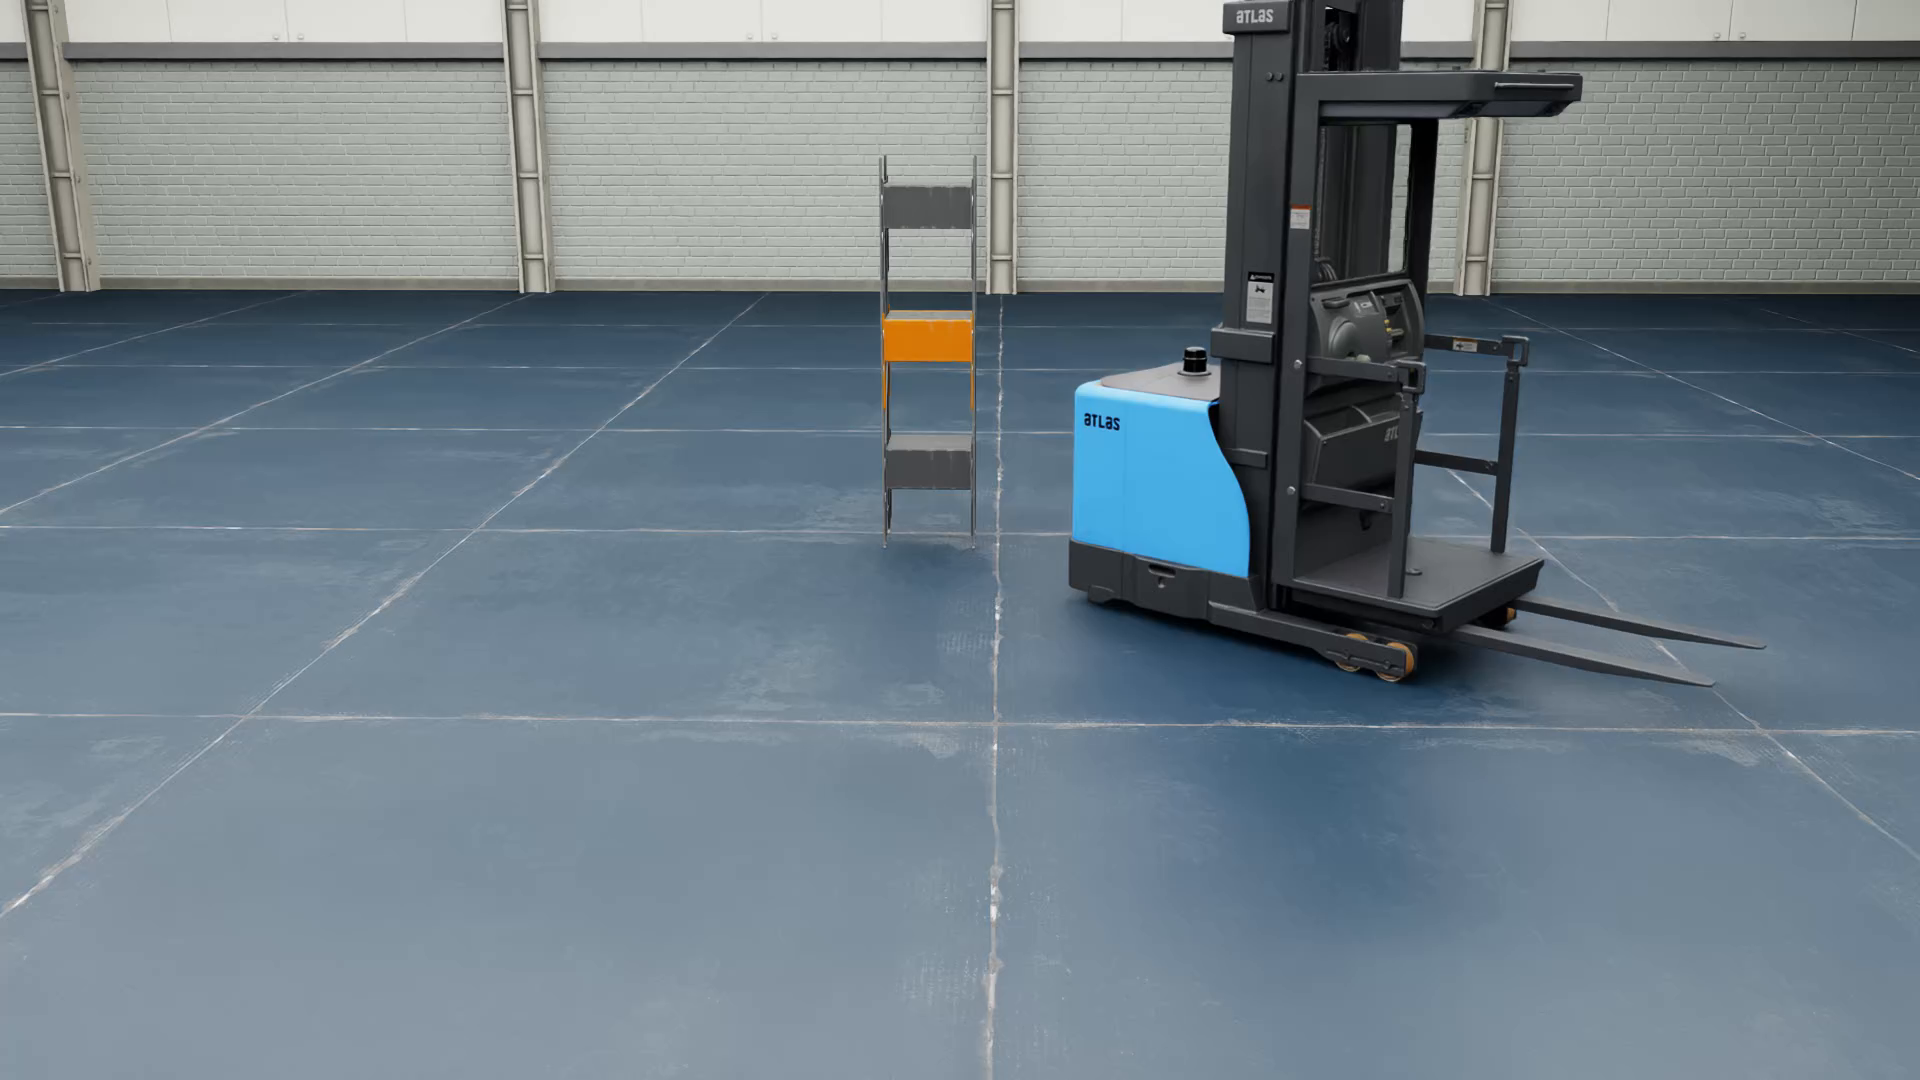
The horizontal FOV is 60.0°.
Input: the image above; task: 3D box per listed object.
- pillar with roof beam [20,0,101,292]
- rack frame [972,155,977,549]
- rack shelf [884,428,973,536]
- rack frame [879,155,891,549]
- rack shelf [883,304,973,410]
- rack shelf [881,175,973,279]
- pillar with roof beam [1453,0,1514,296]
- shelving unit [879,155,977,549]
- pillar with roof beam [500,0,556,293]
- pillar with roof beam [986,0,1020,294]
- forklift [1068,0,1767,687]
[{"bbox_3d":[-11.574,-6.511,16.379,0.400,9.000,9.100,0,15,1],"label":"pillar with roof beam"},{"bbox_3d":[0.078,-1.015,9.070,0.015,2.100,0.400,0,15,1],"label":"rack frame"},{"bbox_3d":[-0.165,-0.326,9.258,0.480,0.518,0.431,0,15,1],"label":"rack shelf"},{"bbox_3d":[-0.409,-1.018,9.082,0.015,2.100,0.400,0,15,1],"label":"rack frame"},{"bbox_3d":[-0.165,-1.003,9.080,0.480,0.518,0.431,0,15,1],"label":"rack shelf"},{"bbox_3d":[-0.165,-1.680,8.901,0.480,0.518,0.431,0,15,1],"label":"rack shelf"},{"bbox_3d":[6.420,-6.394,15.935,0.400,9.000,9.100,0,15,1],"label":"pillar with roof beam"},{"bbox_3d":[-0.165,-1.016,9.076,0.503,2.100,0.431,0,15,1],"label":"shelving unit"},{"bbox_3d":[-5.576,-6.472,16.231,0.400,9.000,9.100,0,15,1],"label":"pillar with roof beam"},{"bbox_3d":[0.422,-6.433,16.083,0.400,9.000,9.100,0,15,1],"label":"pillar with roof beam"},{"bbox_3d":[1.968,-0.966,7.254,3.031,2.935,1.130,13,20,40],"label":"forklift"}]
